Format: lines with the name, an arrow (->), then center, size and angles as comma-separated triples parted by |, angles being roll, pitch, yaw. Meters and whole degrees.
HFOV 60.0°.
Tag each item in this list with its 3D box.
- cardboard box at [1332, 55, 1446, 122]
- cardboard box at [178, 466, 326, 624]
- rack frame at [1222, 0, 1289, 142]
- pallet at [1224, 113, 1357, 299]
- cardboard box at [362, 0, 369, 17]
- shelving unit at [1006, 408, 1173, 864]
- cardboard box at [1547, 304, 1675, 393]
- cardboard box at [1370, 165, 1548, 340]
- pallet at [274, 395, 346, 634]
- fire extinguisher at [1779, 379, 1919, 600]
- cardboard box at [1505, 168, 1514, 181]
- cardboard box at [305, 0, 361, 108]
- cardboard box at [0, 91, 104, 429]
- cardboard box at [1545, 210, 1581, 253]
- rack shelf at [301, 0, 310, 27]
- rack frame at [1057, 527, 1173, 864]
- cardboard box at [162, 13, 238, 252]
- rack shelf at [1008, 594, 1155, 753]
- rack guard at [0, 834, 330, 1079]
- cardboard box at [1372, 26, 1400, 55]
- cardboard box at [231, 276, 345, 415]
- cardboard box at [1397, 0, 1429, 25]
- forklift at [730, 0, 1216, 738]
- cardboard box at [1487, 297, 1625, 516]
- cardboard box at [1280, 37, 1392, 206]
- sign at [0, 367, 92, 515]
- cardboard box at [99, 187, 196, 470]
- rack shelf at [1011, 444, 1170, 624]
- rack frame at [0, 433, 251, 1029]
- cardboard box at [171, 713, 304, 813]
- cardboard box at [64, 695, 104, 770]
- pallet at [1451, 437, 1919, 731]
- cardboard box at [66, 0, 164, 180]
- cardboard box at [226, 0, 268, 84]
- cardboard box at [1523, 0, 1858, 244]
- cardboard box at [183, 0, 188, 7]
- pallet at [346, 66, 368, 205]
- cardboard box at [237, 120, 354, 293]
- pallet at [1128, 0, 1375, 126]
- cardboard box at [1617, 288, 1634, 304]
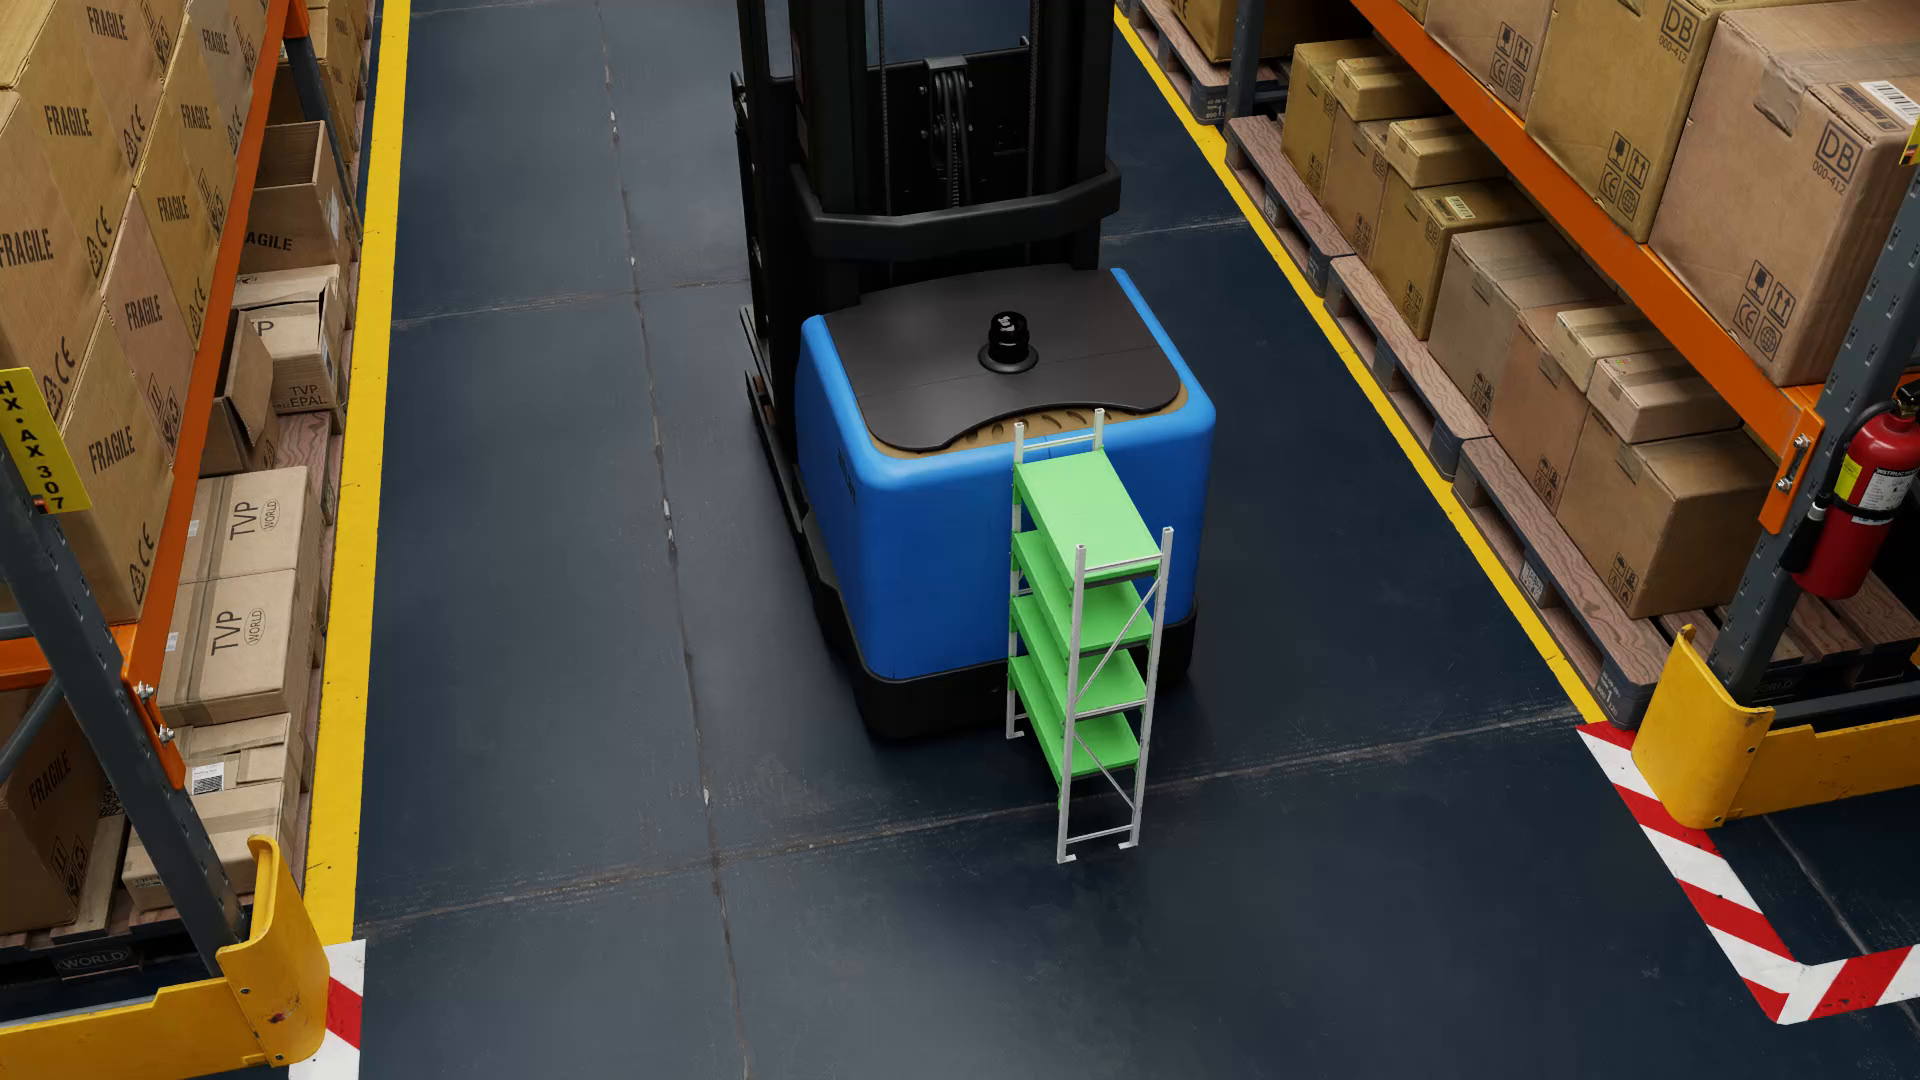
cardboard box -> 1.707, -1.796, 6.592 | 0.380, 0.149, 0.250 | -7, 42, -8
cardboard box -> -2.279, 0.048, 5.176 | 0.500, 0.250, 0.500 | -8, 42, -9
rack frame -> 1.750, -3.079, 6.959 | 1.000, 3.000, 0.127 | -8, 42, -9
pallet -> 1.838, -1.532, 7.317 | 1.003, 0.211, 1.213 | -8, 42, -9
cardboard box -> -3.288, -2.942, 8.356 | 0.500, 0.500, 0.500 | -10, 43, -11
shelving unit -> 0.325, 0.288, 4.522 | 0.258, 1.200, 0.503 | -11, 43, -12
cardboard box -> 2.103, -0.613, 5.259 | 0.380, 0.149, 0.250 | -7, 42, -8
cardboard box -> 2.025, -1.143, 6.345 | 0.700, 0.500, 0.500 | -7, 42, -8
pallet -> -2.672, -0.086, 5.688 | 1.003, 0.211, 1.213 | -8, 42, -9
fire extinguisher -> 2.195, -0.154, 4.003 | 0.296, 0.674, 0.183 | -8, 42, -9
cardboard box -> 2.201, -1.491, 6.248 | 0.380, 0.149, 0.250 | -8, 42, -9
cardboard box -> -3.078, -2.289, 7.621 | 0.500, 0.500, 0.500 | -8, 42, -9
cardboard box -> -2.061, -0.511, 3.238 | 0.500, 0.500, 0.500 | -7, 42, -8
cardboard box -> 2.312, -1.160, 5.875 | 0.380, 0.149, 0.250 | -8, 42, -9
rack shelf -> -3.518, -3.394, 7.856 | 1.077, 0.370, 4.000 | -8, 42, -9
rack frame -> 0.392, 0.444, 4.347 | 0.240, 1.200, 0.015 | -11, 43, -12
cardboard box -> -2.389, -1.121, 4.678 | 0.500, 0.500, 0.500 | -8, 42, -9
rack shelf -> 0.325, 0.336, 4.564 | 0.258, 0.148, 0.480 | -11, 43, -12
rack guard -> -2.239, 1.111, 4.121 | 1.175, 0.500, 0.348 | -8, 42, -9
cardboard box -> 1.974, -2.167, 7.010 | 0.380, 0.149, 0.250 | -9, 42, -10
cardboard box -> -2.524, -0.711, 5.986 | 0.500, 0.311, 0.500 | -8, 42, -9
cardboard box -> 2.003, -2.364, 5.927 | 0.980, 0.700, 0.700 | -9, 42, -10
forklift -> -0.172, -1.495, 5.226 | 1.130, 2.935, 3.031 | -11, 43, -12
cardboard box -> 2.257, -0.472, 5.589 | 0.700, 0.500, 0.500 | -8, 42, -9
cardboard box -> 1.811, -1.802, 7.087 | 0.700, 0.500, 0.500 | -8, 42, -9
sign -> -1.693, -0.176, 3.036 | 0.100, 0.325, 0.005 | -8, 42, -9
cardboard box -> -2.177, -0.471, 3.945 | 0.500, 0.500, 0.500 | -9, 42, -10
rack shelf -> 0.325, -0.023, 4.246 | 0.258, 0.148, 0.480 | -11, 43, -12
rack frame -> -2.223, 0.226, 3.236 | 1.000, 3.000, 0.127 | -8, 42, -9
cardboard box -> -2.031, 0.638, 4.574 | 0.380, 0.166, 0.250 | -8, 42, -9
cardboard box -> -2.580, 0.528, 4.698 | 0.380, 0.166, 0.250 | -8, 42, -9
pallet -> 2.364, 0.049, 5.535 | 1.003, 0.211, 1.213 | -8, 42, -9
cardboard box -> -2.284, -1.174, 3.984 | 0.500, 0.500, 0.500 | -8, 42, -9
cardboard box -> -2.615, -1.783, 5.424 | 0.500, 0.500, 0.500 | -7, 42, -8
cardboard box -> 2.326, -1.398, 4.839 | 0.980, 0.700, 0.700 | -9, 42, -10
cardboard box -> -2.502, -1.829, 4.723 | 0.500, 0.500, 0.500 | -8, 42, -9
pallet -> -3.298, -1.846, 7.671 | 1.003, 0.211, 1.213 | -8, 42, -9
cardboard box -> -2.686, -1.268, 6.471 | 0.500, 0.500, 0.500 | -8, 42, -9
pallet -> 1.510, -2.526, 8.436 | 1.003, 0.211, 1.213 | -8, 42, -9
cardboard box -> 2.423, -0.829, 5.502 | 0.380, 0.149, 0.250 | -8, 42, -9
